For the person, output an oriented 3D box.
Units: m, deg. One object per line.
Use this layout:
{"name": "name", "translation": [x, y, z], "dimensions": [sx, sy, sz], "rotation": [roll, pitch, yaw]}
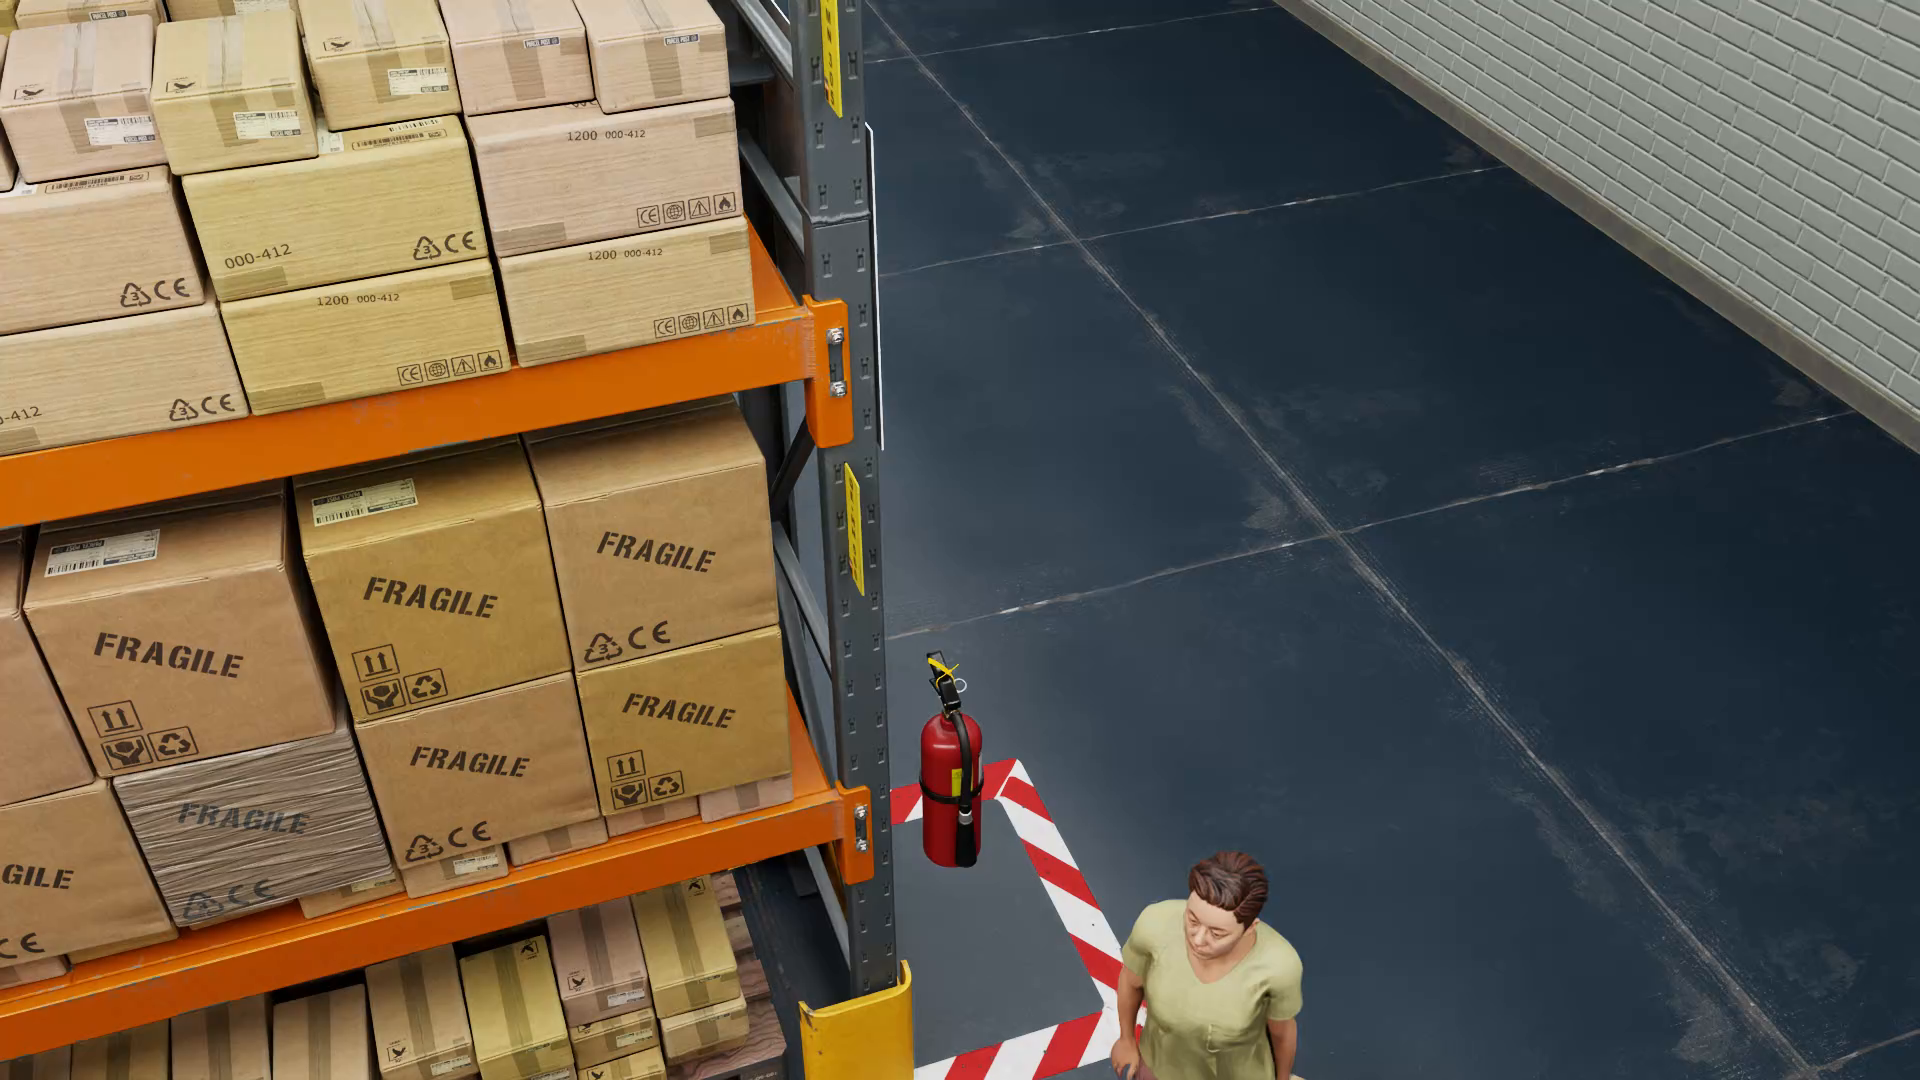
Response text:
{"name": "person", "translation": [0.666, 1.323, 4.426], "dimensions": [0.480, 1.652, 0.530], "rotation": [15, 40, 18]}
